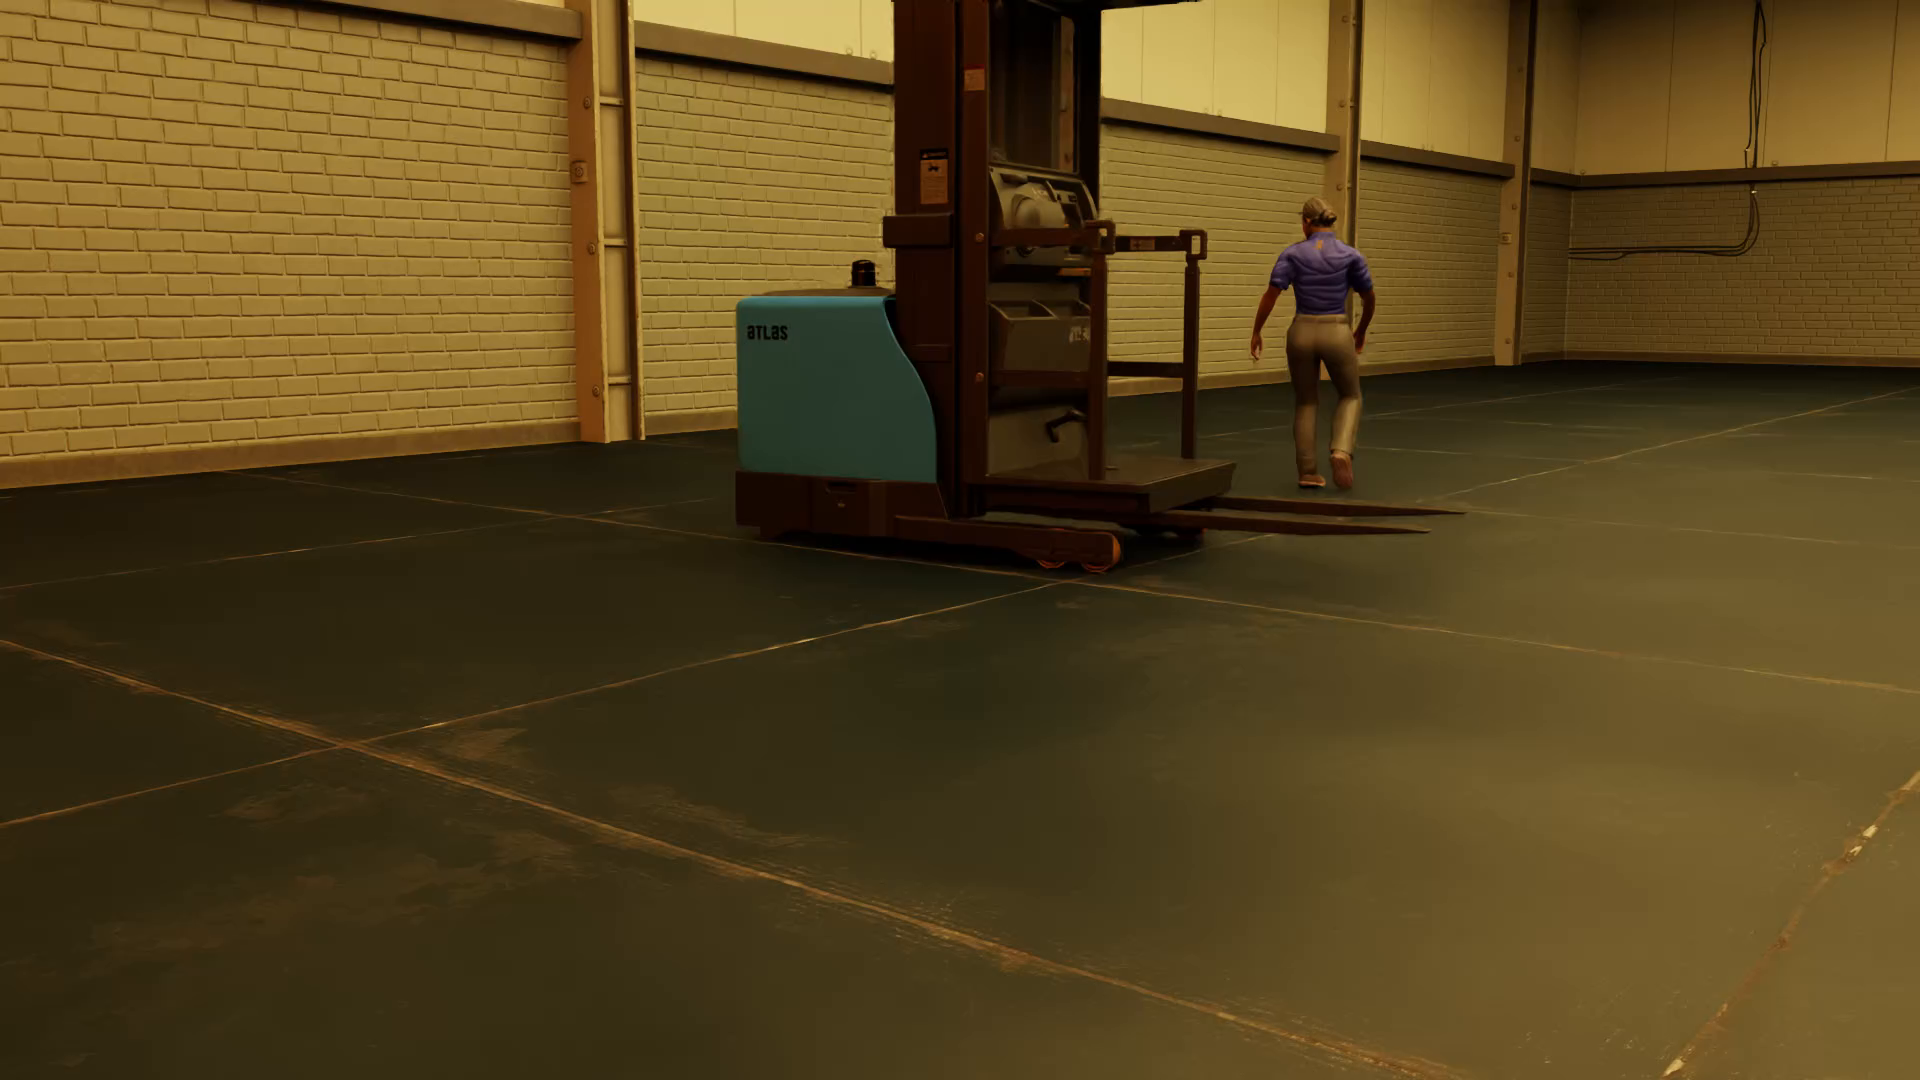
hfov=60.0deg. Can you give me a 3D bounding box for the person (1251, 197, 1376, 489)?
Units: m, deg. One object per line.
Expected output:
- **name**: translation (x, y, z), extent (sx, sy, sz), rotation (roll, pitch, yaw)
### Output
- **person**: translation (1.986, -1.103, 9.368), extent (0.685, 1.626, 0.444), rotation (4, 9, 23)

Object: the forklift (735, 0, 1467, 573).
- **forklift**: translation (0.542, -1.409, 6.908), extent (3.031, 2.935, 1.130), rotation (5, 9, 29)
